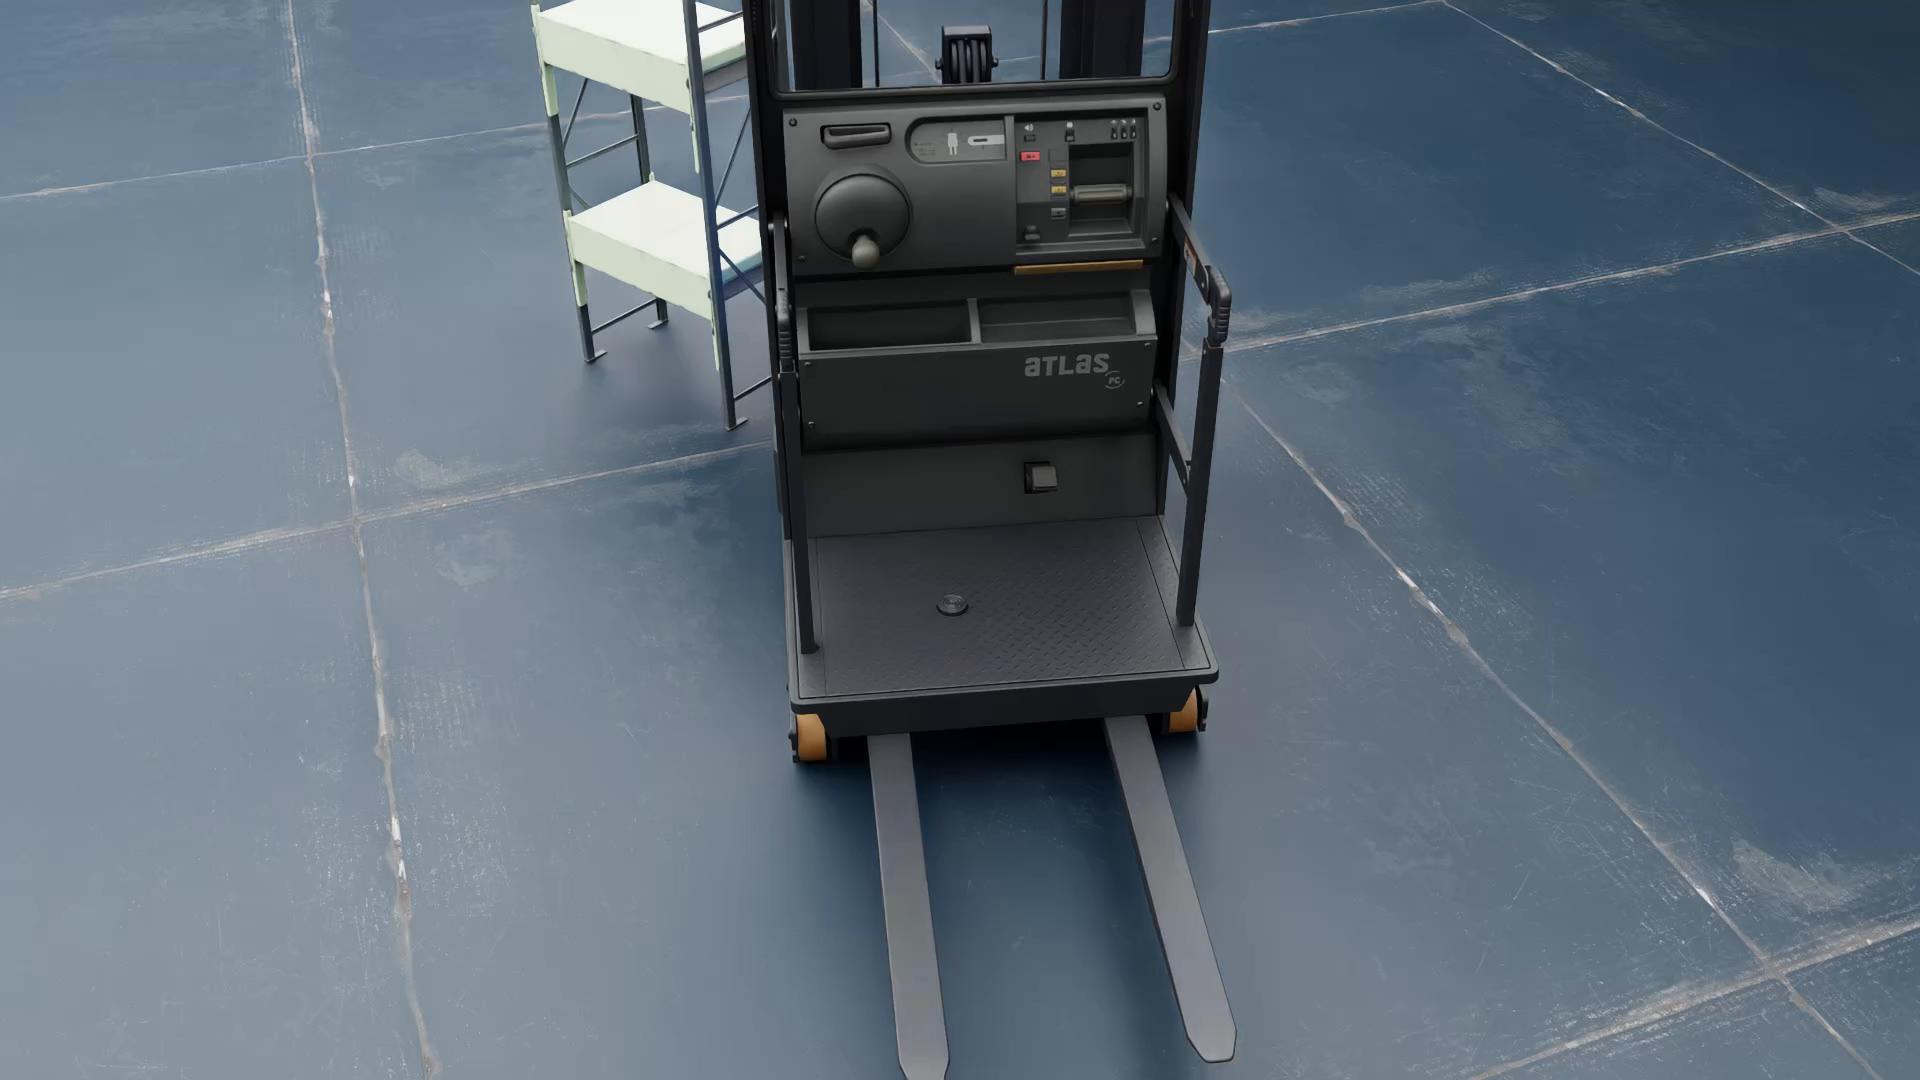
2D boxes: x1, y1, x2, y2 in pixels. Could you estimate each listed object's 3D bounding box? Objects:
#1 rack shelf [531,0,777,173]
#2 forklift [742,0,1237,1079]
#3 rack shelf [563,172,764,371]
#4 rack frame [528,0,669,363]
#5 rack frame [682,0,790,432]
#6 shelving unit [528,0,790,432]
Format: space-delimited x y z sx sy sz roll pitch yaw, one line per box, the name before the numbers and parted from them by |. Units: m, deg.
rack shelf | -0.964 -1.522 5.375 0.720 0.370 0.431 26 44 30
forklift | 0.069 -0.798 3.873 1.130 2.935 3.031 -4 37 -5
rack shelf | -0.964 -0.949 5.806 0.720 0.370 0.431 26 44 30
rack frame | -1.249 -1.348 5.793 0.023 1.500 0.400 26 44 30
rack frame | -0.679 -1.072 5.426 0.023 1.500 0.400 26 44 30
shelving unit | -0.964 -1.210 5.610 0.755 1.500 0.431 26 44 30
